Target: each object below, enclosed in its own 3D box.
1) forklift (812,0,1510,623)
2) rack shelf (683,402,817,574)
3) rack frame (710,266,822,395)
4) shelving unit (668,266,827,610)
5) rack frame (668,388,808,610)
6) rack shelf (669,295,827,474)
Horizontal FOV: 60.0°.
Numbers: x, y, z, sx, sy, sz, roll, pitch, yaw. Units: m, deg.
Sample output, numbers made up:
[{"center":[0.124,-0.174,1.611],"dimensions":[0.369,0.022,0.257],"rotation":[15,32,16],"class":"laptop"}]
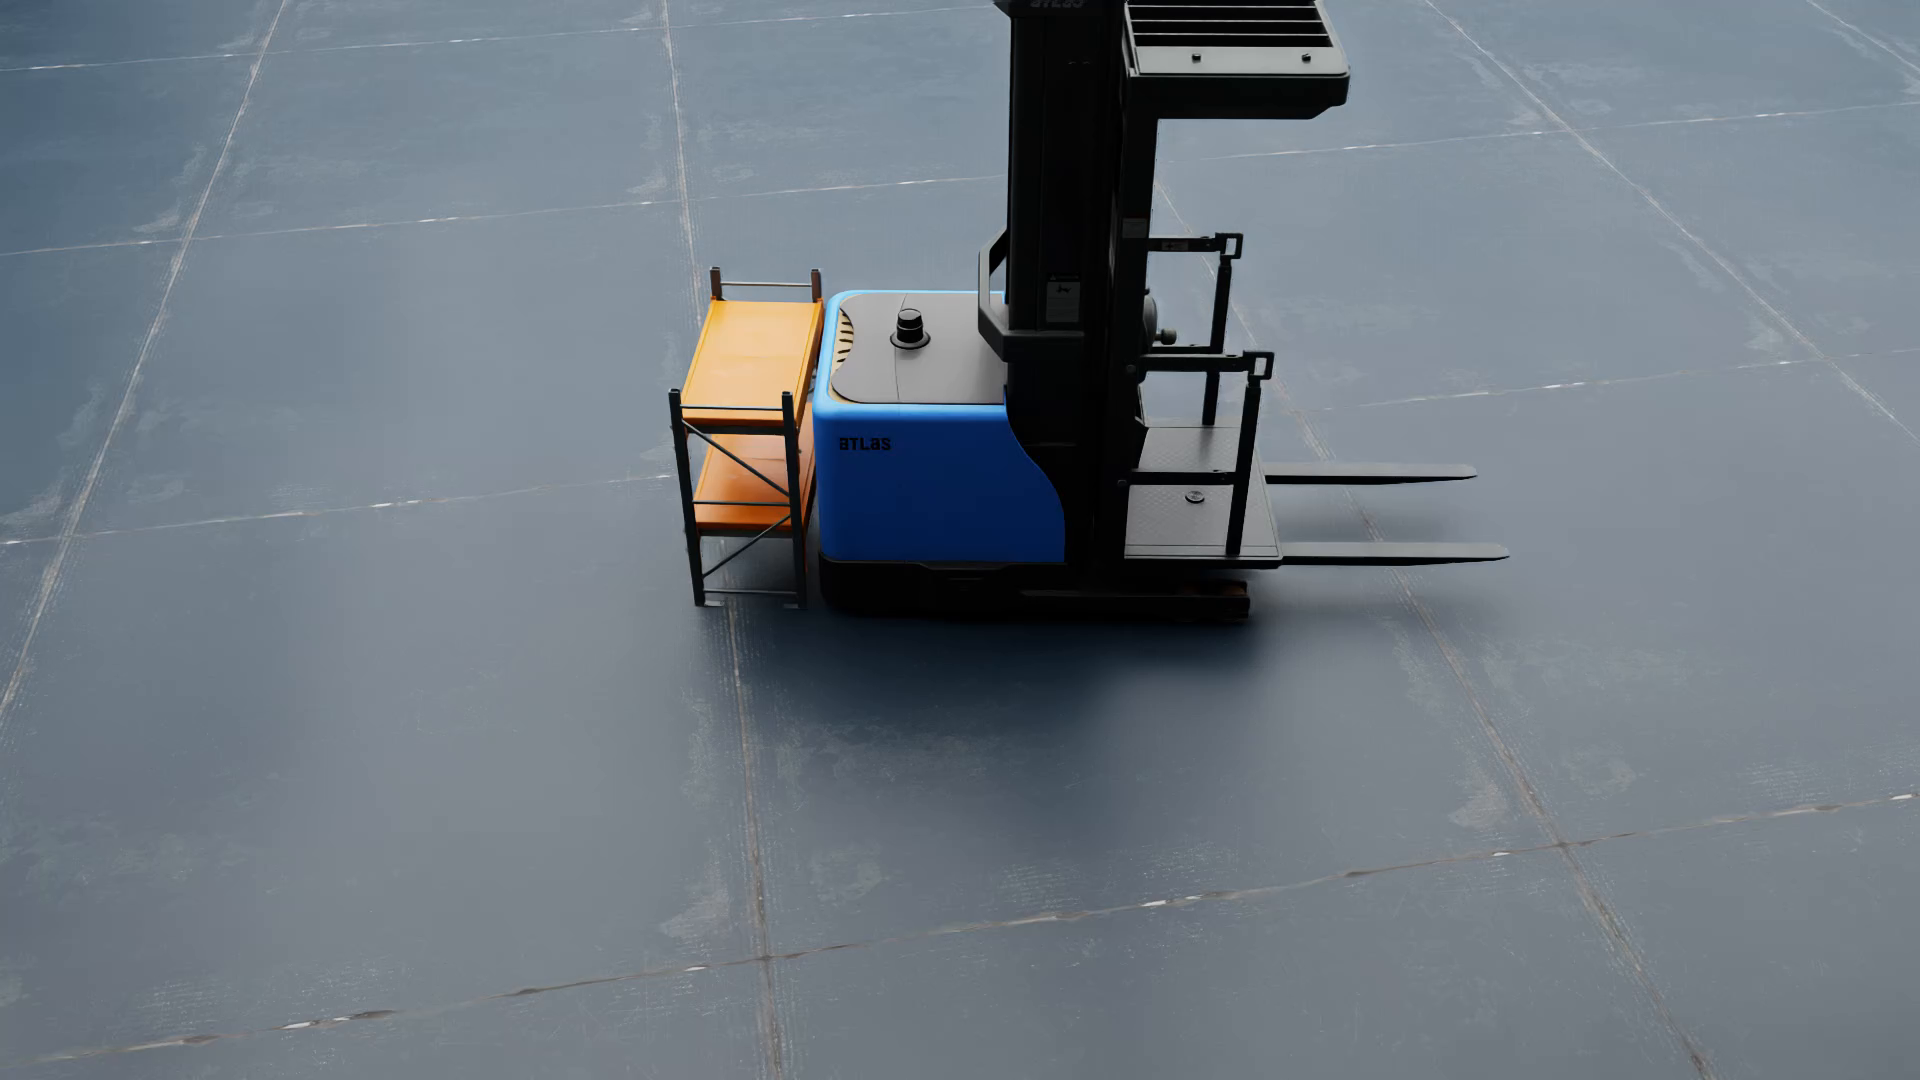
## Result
[{"center":[0.905,-1.126,6.811],"dimensions":[3.031,2.935,1.130],"rotation":[0,38,1],"class":"forklift"},{"center":[-0.900,-0.271,7.580],"dimensions":[0.538,0.278,1.000],"rotation":[2,38,2],"class":"rack shelf"},{"center":[-0.877,-0.775,7.831],"dimensions":[0.500,1.125,0.032],"rotation":[2,38,2],"class":"rack frame"},{"center":[-0.900,-0.464,7.430],"dimensions":[0.538,1.125,1.048],"rotation":[2,38,2],"class":"shelving unit"},{"center":[-0.924,-0.152,7.029],"dimensions":[0.500,1.125,0.032],"rotation":[2,38,2],"class":"rack frame"},{"center":[-0.900,-0.695,7.250],"dimensions":[0.538,0.278,1.000],"rotation":[2,38,2],"class":"rack shelf"}]
